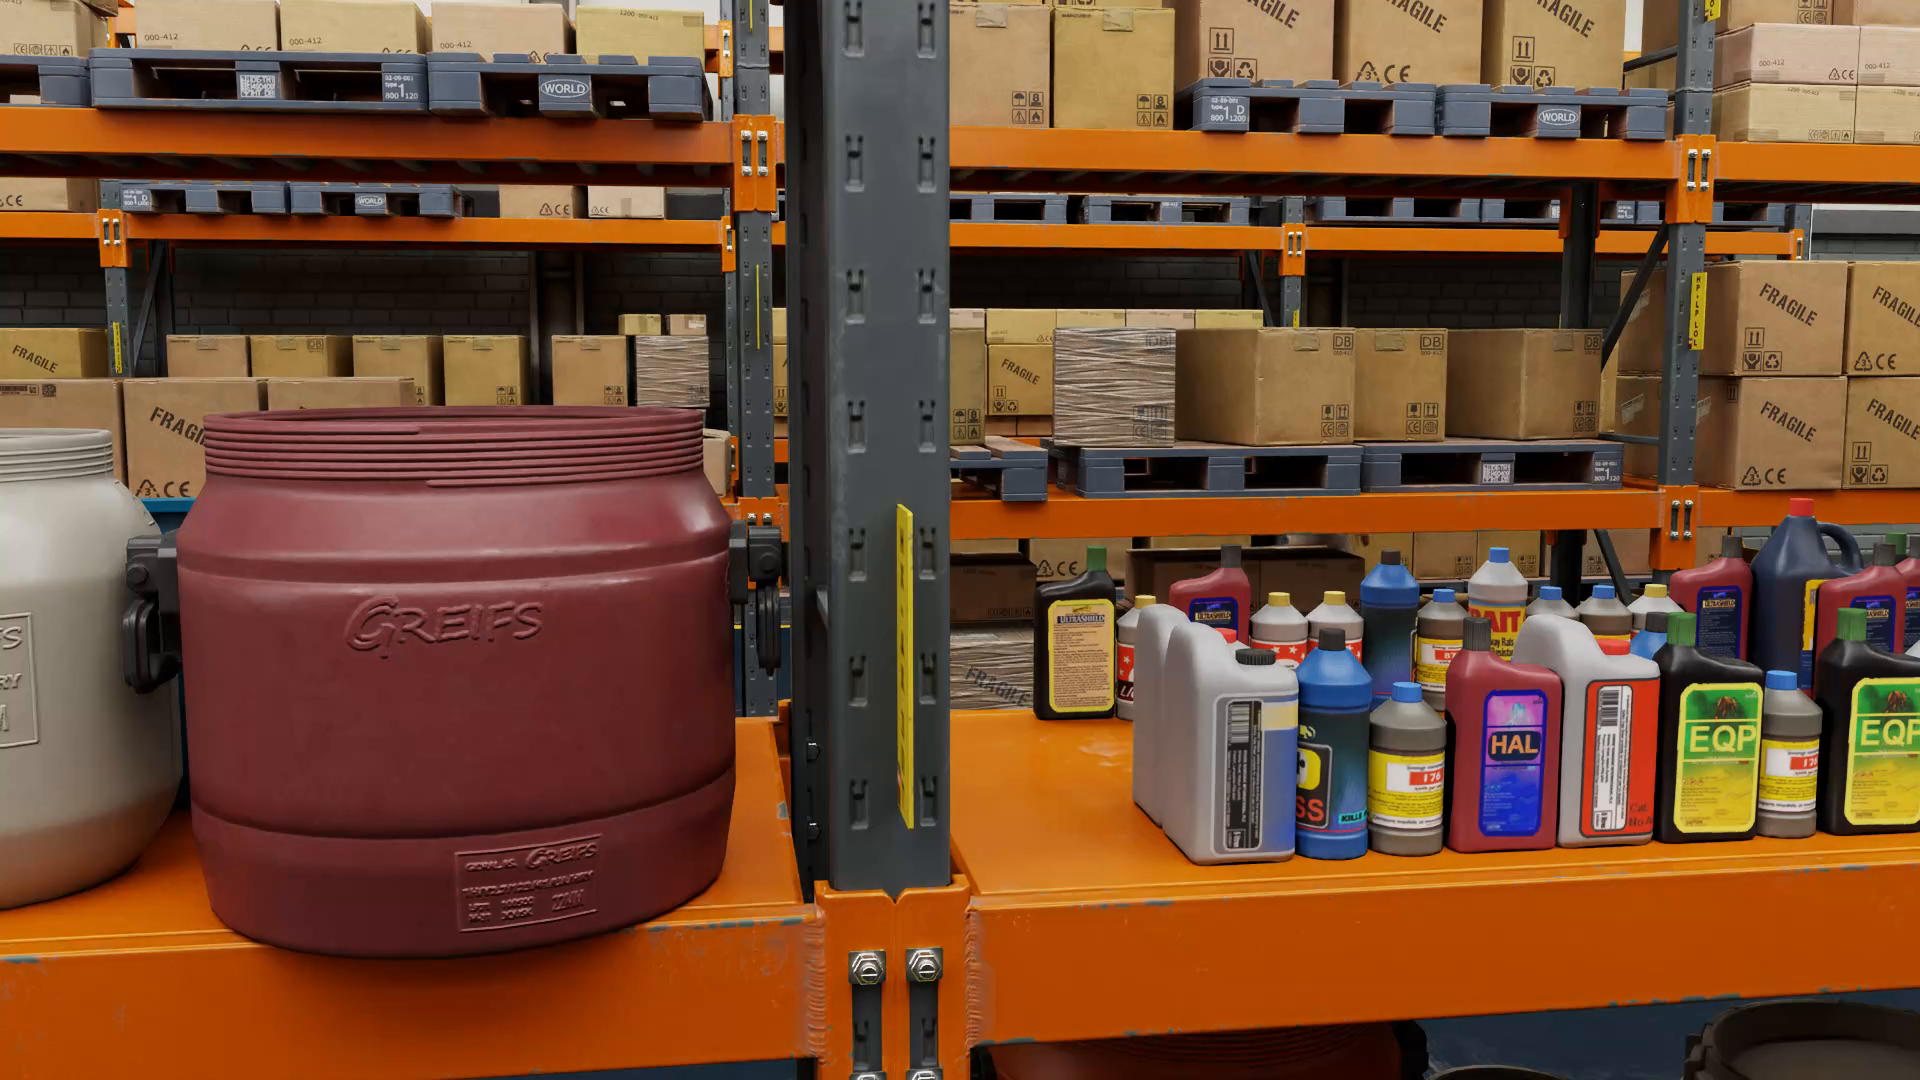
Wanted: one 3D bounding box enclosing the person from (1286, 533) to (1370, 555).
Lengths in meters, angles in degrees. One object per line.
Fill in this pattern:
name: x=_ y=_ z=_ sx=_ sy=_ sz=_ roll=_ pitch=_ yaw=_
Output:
person: x=2.322 y=-0.132 z=10.358 sx=1.046 sy=1.662 sz=0.559 roll=1 pitch=6 yaw=6
